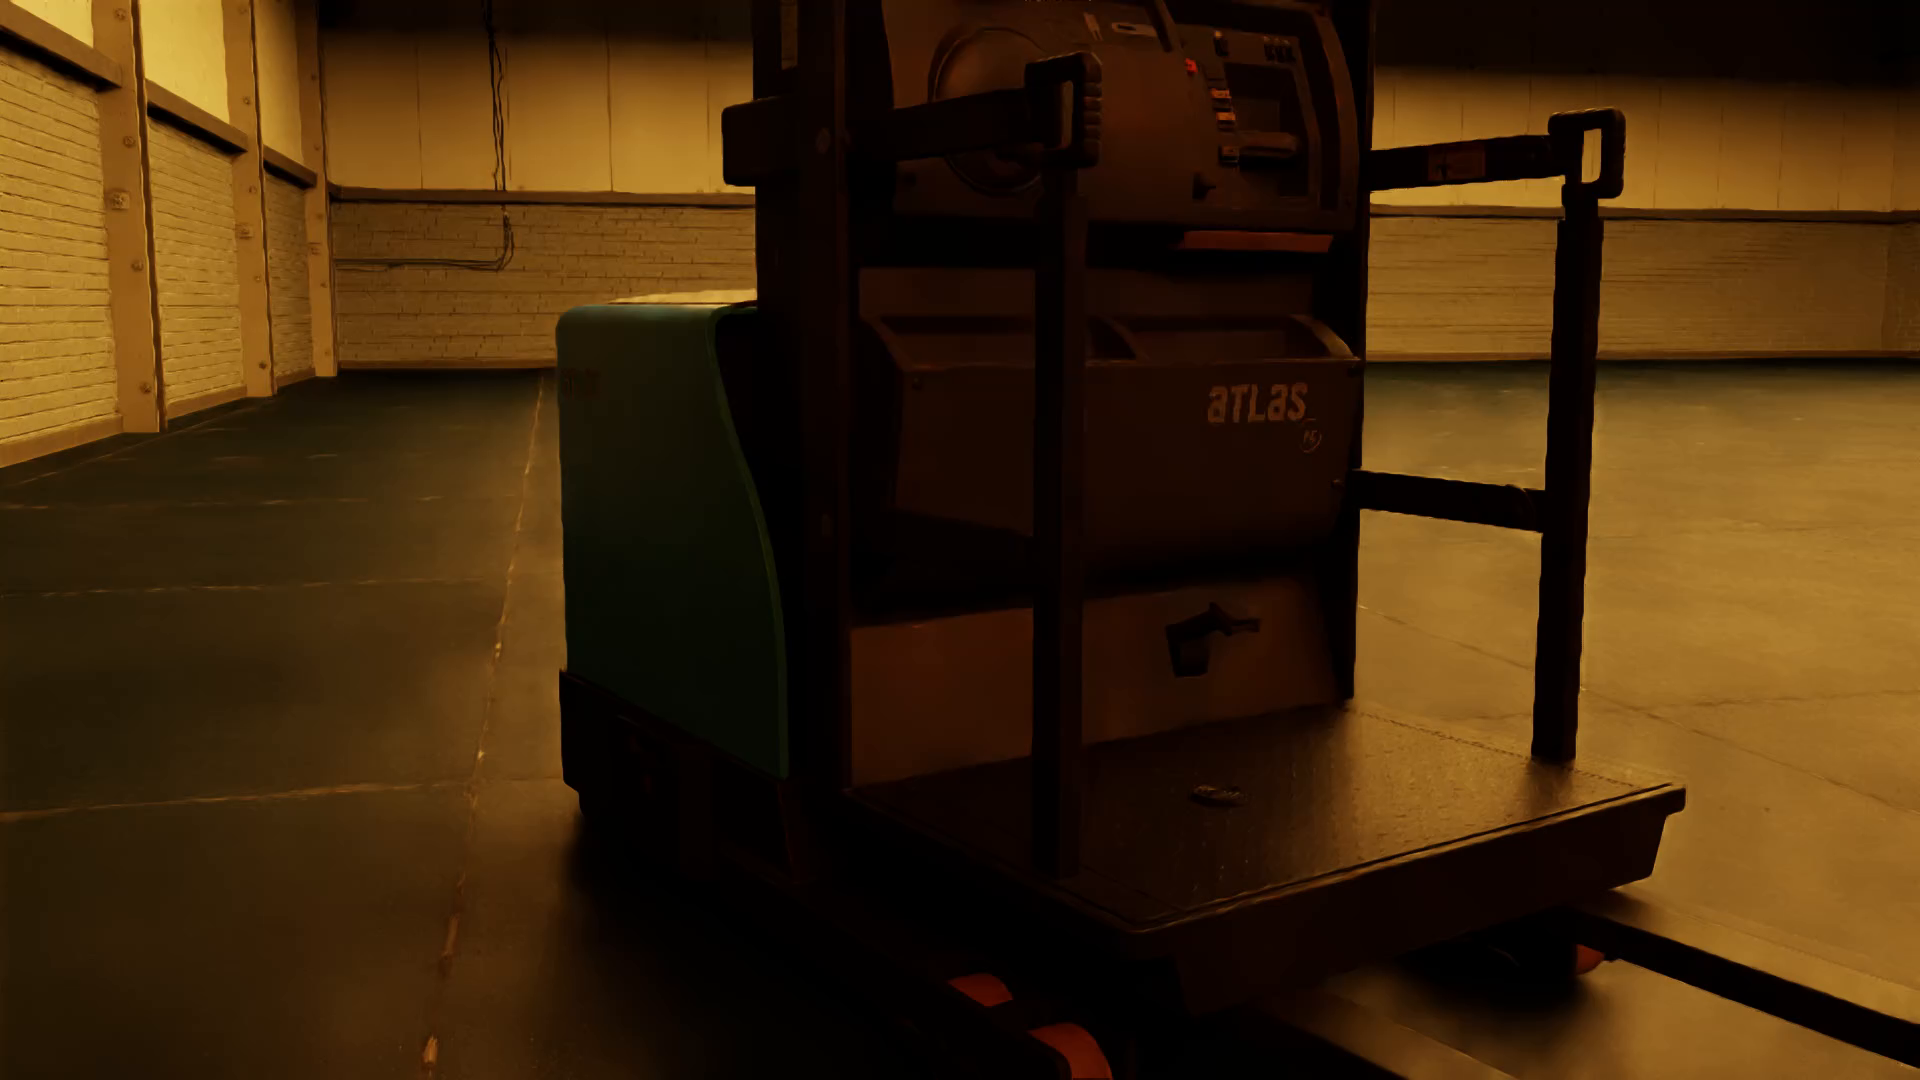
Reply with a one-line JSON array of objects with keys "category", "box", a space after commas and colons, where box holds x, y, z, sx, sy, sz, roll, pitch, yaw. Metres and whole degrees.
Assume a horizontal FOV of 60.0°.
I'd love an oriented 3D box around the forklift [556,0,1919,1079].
[{"category": "forklift", "box": [0.385, -0.742, 2.440, 1.130, 2.935, 3.031, -5, 10, -33]}]
